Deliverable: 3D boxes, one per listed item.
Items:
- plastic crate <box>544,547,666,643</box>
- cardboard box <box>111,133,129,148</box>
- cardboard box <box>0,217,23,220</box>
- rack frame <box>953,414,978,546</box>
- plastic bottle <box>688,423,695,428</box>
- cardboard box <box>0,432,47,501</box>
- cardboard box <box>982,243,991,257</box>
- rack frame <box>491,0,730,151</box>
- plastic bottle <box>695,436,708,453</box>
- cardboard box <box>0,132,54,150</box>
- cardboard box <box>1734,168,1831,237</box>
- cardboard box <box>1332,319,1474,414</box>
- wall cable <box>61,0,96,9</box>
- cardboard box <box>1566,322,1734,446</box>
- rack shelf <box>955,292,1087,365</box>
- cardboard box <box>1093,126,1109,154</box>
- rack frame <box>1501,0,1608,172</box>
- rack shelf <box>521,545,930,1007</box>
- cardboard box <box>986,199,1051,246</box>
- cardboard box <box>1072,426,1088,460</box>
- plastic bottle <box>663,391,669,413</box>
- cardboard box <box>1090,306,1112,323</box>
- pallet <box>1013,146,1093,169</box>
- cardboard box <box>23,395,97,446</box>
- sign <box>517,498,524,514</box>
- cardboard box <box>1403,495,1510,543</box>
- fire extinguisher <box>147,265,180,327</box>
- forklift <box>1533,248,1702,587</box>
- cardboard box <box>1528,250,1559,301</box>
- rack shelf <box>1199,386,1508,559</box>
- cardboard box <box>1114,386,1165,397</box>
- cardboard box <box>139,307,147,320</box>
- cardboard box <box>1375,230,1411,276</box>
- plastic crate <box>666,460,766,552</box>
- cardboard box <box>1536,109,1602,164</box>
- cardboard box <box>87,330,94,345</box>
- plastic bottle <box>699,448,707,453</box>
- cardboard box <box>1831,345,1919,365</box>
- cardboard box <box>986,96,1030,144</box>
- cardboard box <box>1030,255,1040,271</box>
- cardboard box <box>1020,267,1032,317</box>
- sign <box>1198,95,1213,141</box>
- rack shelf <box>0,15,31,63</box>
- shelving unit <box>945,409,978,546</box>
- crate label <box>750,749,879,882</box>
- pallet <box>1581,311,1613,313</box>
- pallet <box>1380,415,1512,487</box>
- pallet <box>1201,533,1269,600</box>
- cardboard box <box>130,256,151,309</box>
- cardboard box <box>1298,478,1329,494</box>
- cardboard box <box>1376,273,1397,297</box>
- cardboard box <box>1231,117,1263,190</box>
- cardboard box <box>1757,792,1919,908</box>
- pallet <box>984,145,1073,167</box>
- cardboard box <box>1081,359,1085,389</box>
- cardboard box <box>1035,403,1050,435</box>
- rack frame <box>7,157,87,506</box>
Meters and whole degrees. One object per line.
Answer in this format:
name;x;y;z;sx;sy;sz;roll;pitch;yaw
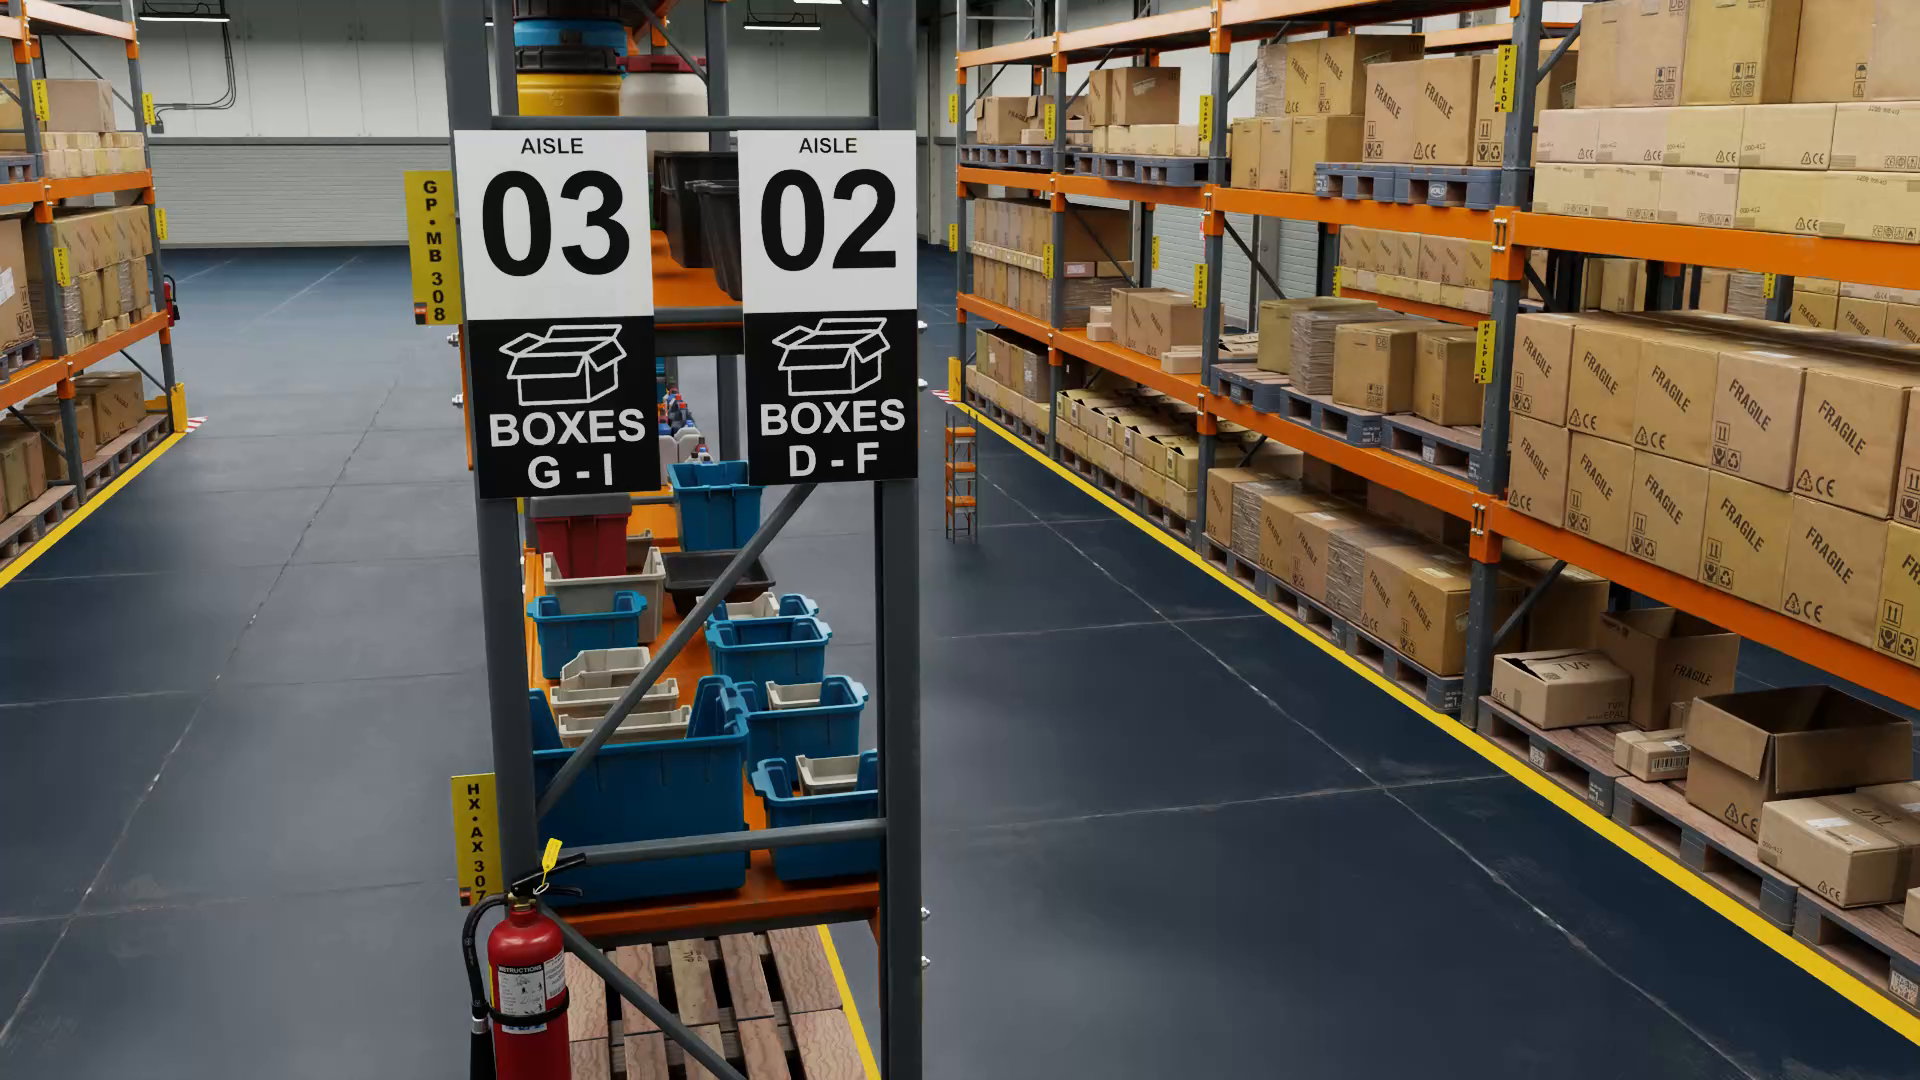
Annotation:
plastic crate;-1.356;0.215;6.348;0.437;0.282;0.530;-3;14;-13
cardboard box;-8.599;-4.019;16.712;0.380;0.149;0.250;-3;14;-13
cardboard box;-8.720;-2.627;14.917;0.500;0.500;0.500;-3;14;-13
rack frame;0.041;-0.470;13.137;0.200;1.050;0.008;-3;14;-13
plastic bottle;-1.546;-0.536;9.573;0.097;0.271;0.097;0;14;0
cardboard box;-8.105;-0.602;13.909;0.700;0.500;0.500;-4;14;-18
cardboard box;0.467;-3.362;19.290;0.380;0.149;0.250;-3;14;-13
rack frame;-1.535;-3.090;7.113;1.000;3.000;0.127;-3;14;-13
plastic bottle;-1.415;-0.432;9.121;0.061;0.283;0.133;-3;14;-13
cardboard box;-8.005;-3.415;14.241;0.380;0.149;0.250;-4;14;-15
cardboard box;3.504;-1.363;6.681;0.500;0.250;0.500;-3;14;-13
cardboard box;2.806;-1.107;10.544;0.700;0.500;0.500;-7;16;-27
wall cable;-25.152;-15.693;45.018;3.097;2.526;0.112;-3;14;-13
cardboard box;3.239;-0.742;7.825;0.500;0.500;0.500;-4;14;-15
rack shelf;0.932;-2.408;18.480;1.077;0.370;4.000;-3;14;-13
cardboard box;1.537;-3.742;15.534;0.500;0.250;0.500;-2;14;-7
rack frame;3.281;-3.365;8.240;1.000;3.000;0.127;-3;14;-13
rack shelf;-1.065;0.635;6.022;1.077;0.370;4.000;-3;14;-13
cardboard box;0.701;-3.656;19.128;0.700;0.500;0.500;-4;14;-15
cardboard box;1.374;-0.940;15.862;0.500;0.250;0.500;-3;14;-12
plastic bottle;-1.956;-0.905;11.228;0.097;0.201;0.097;0;14;0
cardboard box;1.560;-2.112;16.069;0.500;0.250;0.500;-2;14;-10
pallet;1.176;-3.906;16.960;1.003;0.211;1.213;-3;14;-13
cardboard box;-8.648;-1.100;15.990;0.500;0.500;0.500;-5;14;-18
sign;-2.070;-0.280;7.668;0.100;0.325;0.005;-3;14;-13
cardboard box;3.169;-0.170;10.564;0.500;0.250;0.500;-3;14;-13
fire extinguisher;-8.747;-2.682;18.249;0.296;0.674;0.183;-3;14;-13
forklift;5.077;-1.370;12.860;1.130;2.935;3.031;6;15;24
cardboard box;6.302;-2.716;17.087;0.700;0.500;0.500;-3;14;-13
rack shelf;2.811;-0.563;10.925;1.077;0.370;4.000;-3;14;-13
cardboard box;1.775;-1.360;16.399;0.500;0.311;0.500;-3;14;-13
cardboard box;-8.733;-2.379;17.373;0.380;0.149;0.250;-3;14;-13
cardboard box;5.318;-3.436;19.865;0.500;0.500;0.500;-4;14;-15
plastic crate;-1.094;-0.108;7.457;0.392;0.384;0.575;-3;14;-13
cardboard box;3.153;-1.952;8.038;0.500;0.250;0.500;-3;14;-13
cardboard box;-8.186;-1.861;15.253;0.380;0.149;0.250;-3;14;-13
plastic bottle;-1.360;-0.354;8.826;0.097;0.271;0.097;0;14;0
cardboard box;4.009;-0.532;6.968;0.500;0.500;0.500;-3;14;-14
cardboard box;0.587;-4.598;18.218;0.500;0.500;0.500;-3;14;-13
cardboard box;0.947;-2.889;17.353;0.380;0.149;0.250;-3;14;-13
cardboard box;1.047;-2.684;17.883;0.700;0.500;0.500;-3;14;-12
sign;1.800;-3.091;12.183;0.100;0.325;0.005;-3;14;-13
rack shelf;-7.759;-3.654;11.781;1.077;0.370;4.000;-3;14;-13
shelving unit;0.013;-0.498;13.252;0.215;1.050;0.252;-3;14;-13
crate label;-0.334;0.724;4.369;0.416;0.233;0.303;-3;14;-13
pallet;6.651;-2.012;15.745;1.003;0.211;1.213;-3;14;-13
pallet;3.199;-0.548;9.754;1.003;0.211;1.213;-3;14;-13
pallet;2.480;0.155;12.346;1.003;0.211;1.213;-3;14;-13
cardboard box;-8.831;-2.624;17.009;0.875;0.500;0.500;-3;14;-13
cardboard box;2.789;-0.170;12.144;0.500;0.500;0.500;-3;14;-11
cardboard box;5.332;-3.066;19.929;0.500;0.250;0.500;-4;14;-14
cardboard box;2.476;-2.780;11.957;0.910;0.500;0.500;-3;14;-13
cardboard box;3.659;1.262;6.810;0.500;0.250;0.500;-3;14;-13
pallet;0.893;-4.187;18.109;1.003;0.211;1.213;-3;14;-13
cardboard box;1.472;-1.768;17.673;0.500;0.500;0.500;-3;14;-13
cardboard box;1.080;-1.259;17.170;0.500;0.250;0.500;-3;14;-13
rack frame;-8.228;-1.745;14.249;1.000;3.000;0.127;-3;14;-13
